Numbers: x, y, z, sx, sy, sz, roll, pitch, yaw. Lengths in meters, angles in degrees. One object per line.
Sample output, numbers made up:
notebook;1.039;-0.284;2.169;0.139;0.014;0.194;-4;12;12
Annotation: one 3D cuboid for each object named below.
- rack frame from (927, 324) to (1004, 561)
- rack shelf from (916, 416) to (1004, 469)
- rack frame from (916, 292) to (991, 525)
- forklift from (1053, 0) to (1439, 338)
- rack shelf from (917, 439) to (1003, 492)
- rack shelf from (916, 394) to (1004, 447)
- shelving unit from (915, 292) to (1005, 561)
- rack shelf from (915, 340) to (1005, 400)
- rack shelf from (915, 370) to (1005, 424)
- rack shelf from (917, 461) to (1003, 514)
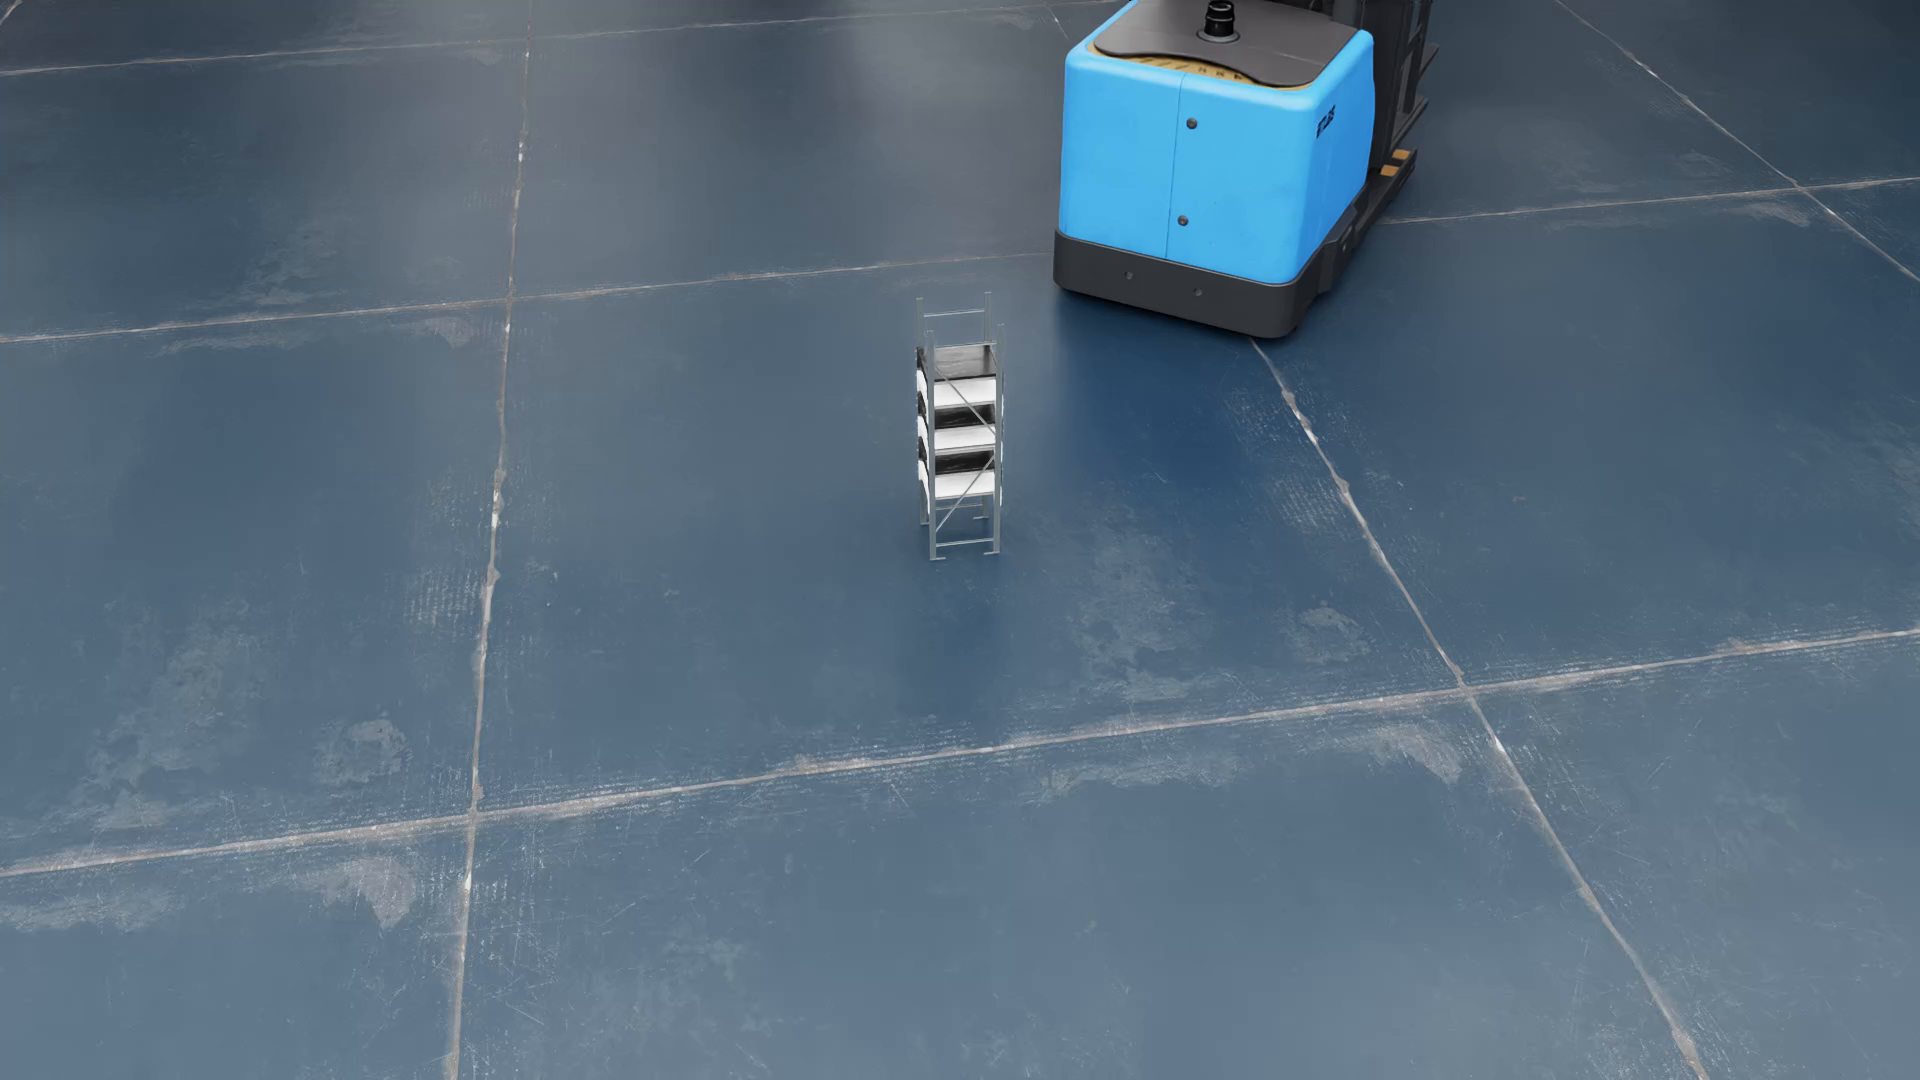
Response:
rack frame;0.016;-0.299;5.401;0.240;0.900;0.006;-6;38;-8
rack shelf;-0.001;-0.334;5.501;0.258;0.077;0.200;-6;38;-8
rack frame;-0.019;-0.422;5.559;0.240;0.900;0.006;-6;38;-8
forklift;1.520;-2.860;7.042;1.130;2.935;3.031;18;41;21
rack shelf;-0.001;-0.263;5.556;0.258;0.077;0.200;-6;38;-8
rack shelf;-0.001;-0.405;5.445;0.258;0.077;0.200;-6;38;-8
shelving unit;-0.001;-0.360;5.480;0.258;0.900;0.210;-6;38;-8
rack shelf;-0.001;-0.547;5.335;0.258;0.077;0.200;-6;38;-8
rack shelf;-0.001;-0.476;5.390;0.258;0.077;0.200;-6;38;-8
rack shelf;-0.001;-0.192;5.611;0.258;0.077;0.200;-6;38;-8
